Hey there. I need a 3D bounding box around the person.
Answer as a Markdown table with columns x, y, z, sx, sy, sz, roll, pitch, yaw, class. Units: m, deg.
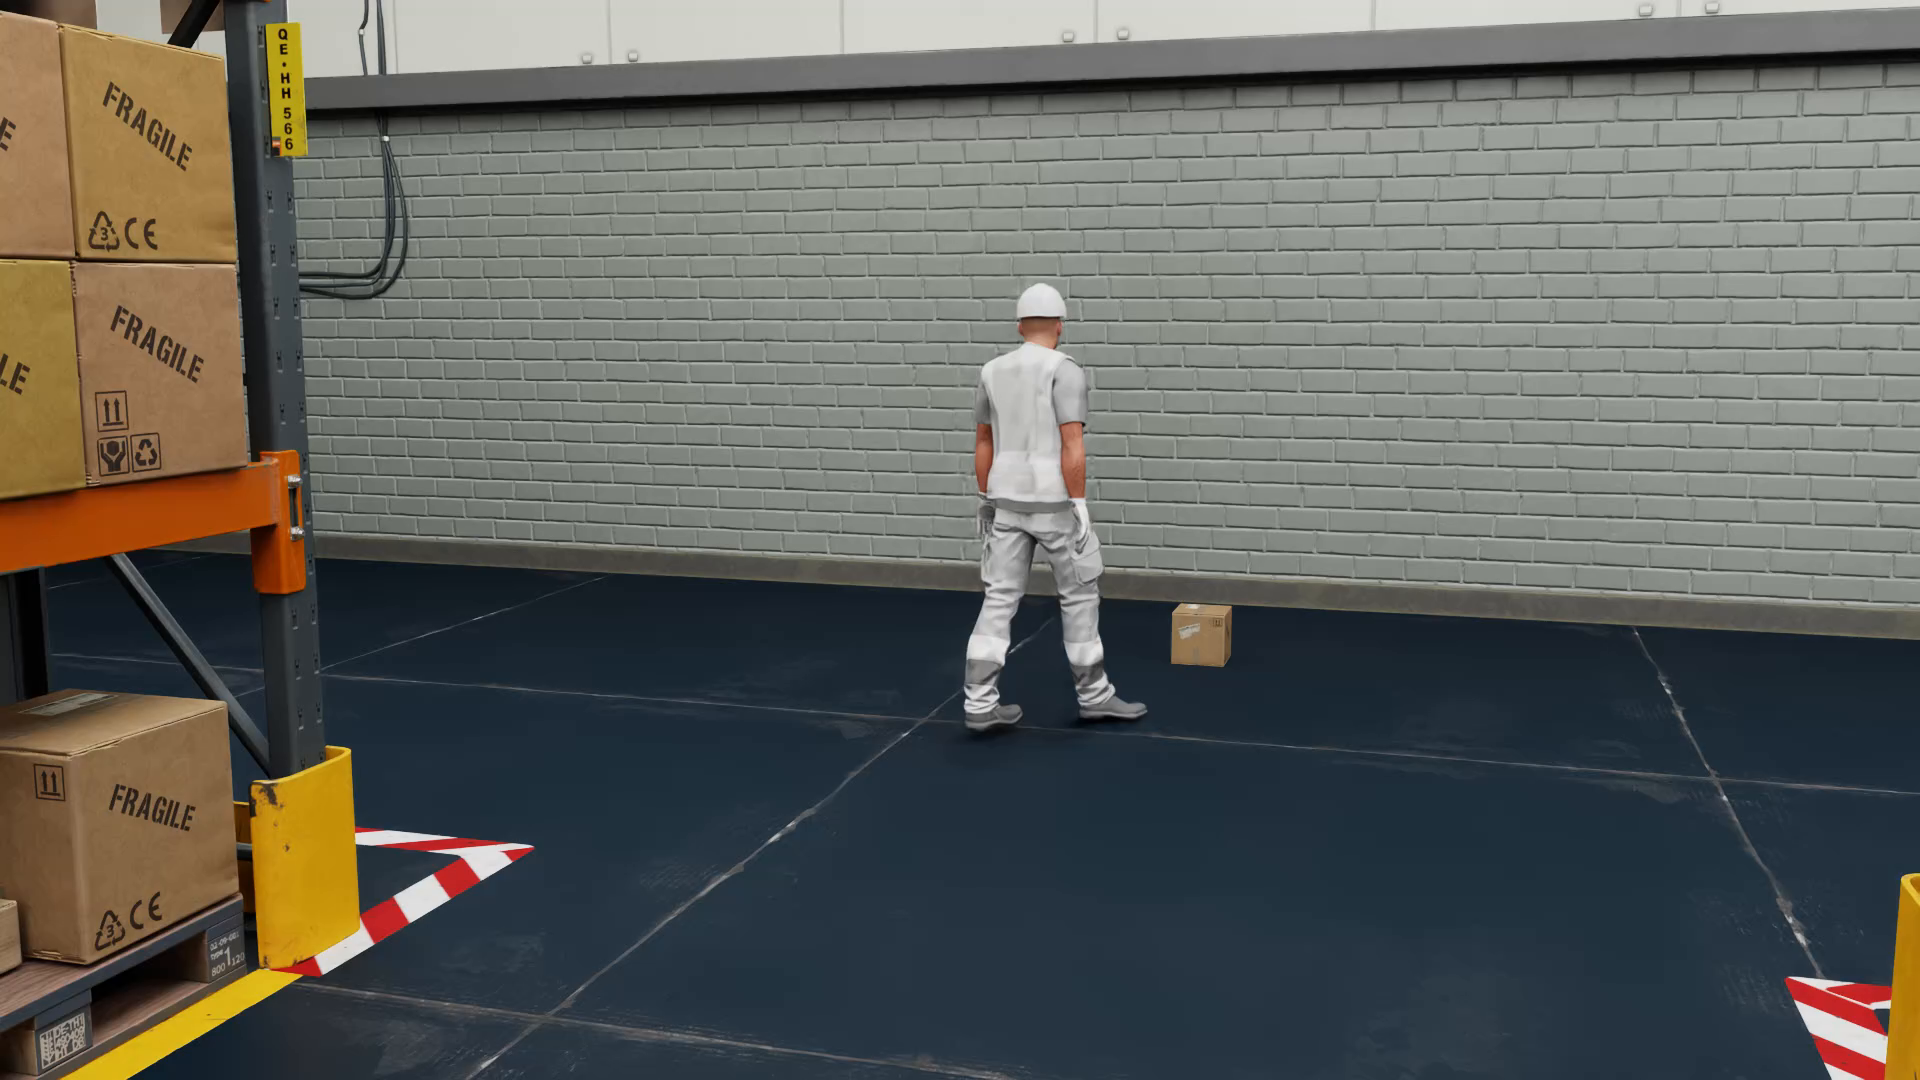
| x | y | z | sx | sy | sz | roll | pitch | yaw | class |
| --- | --- | --- | --- | --- | --- | --- | --- | --- | --- |
| 0.313 | -0.134 | 6.668 | 0.621 | 1.773 | 0.764 | 7 | 10 | 38 | person |
